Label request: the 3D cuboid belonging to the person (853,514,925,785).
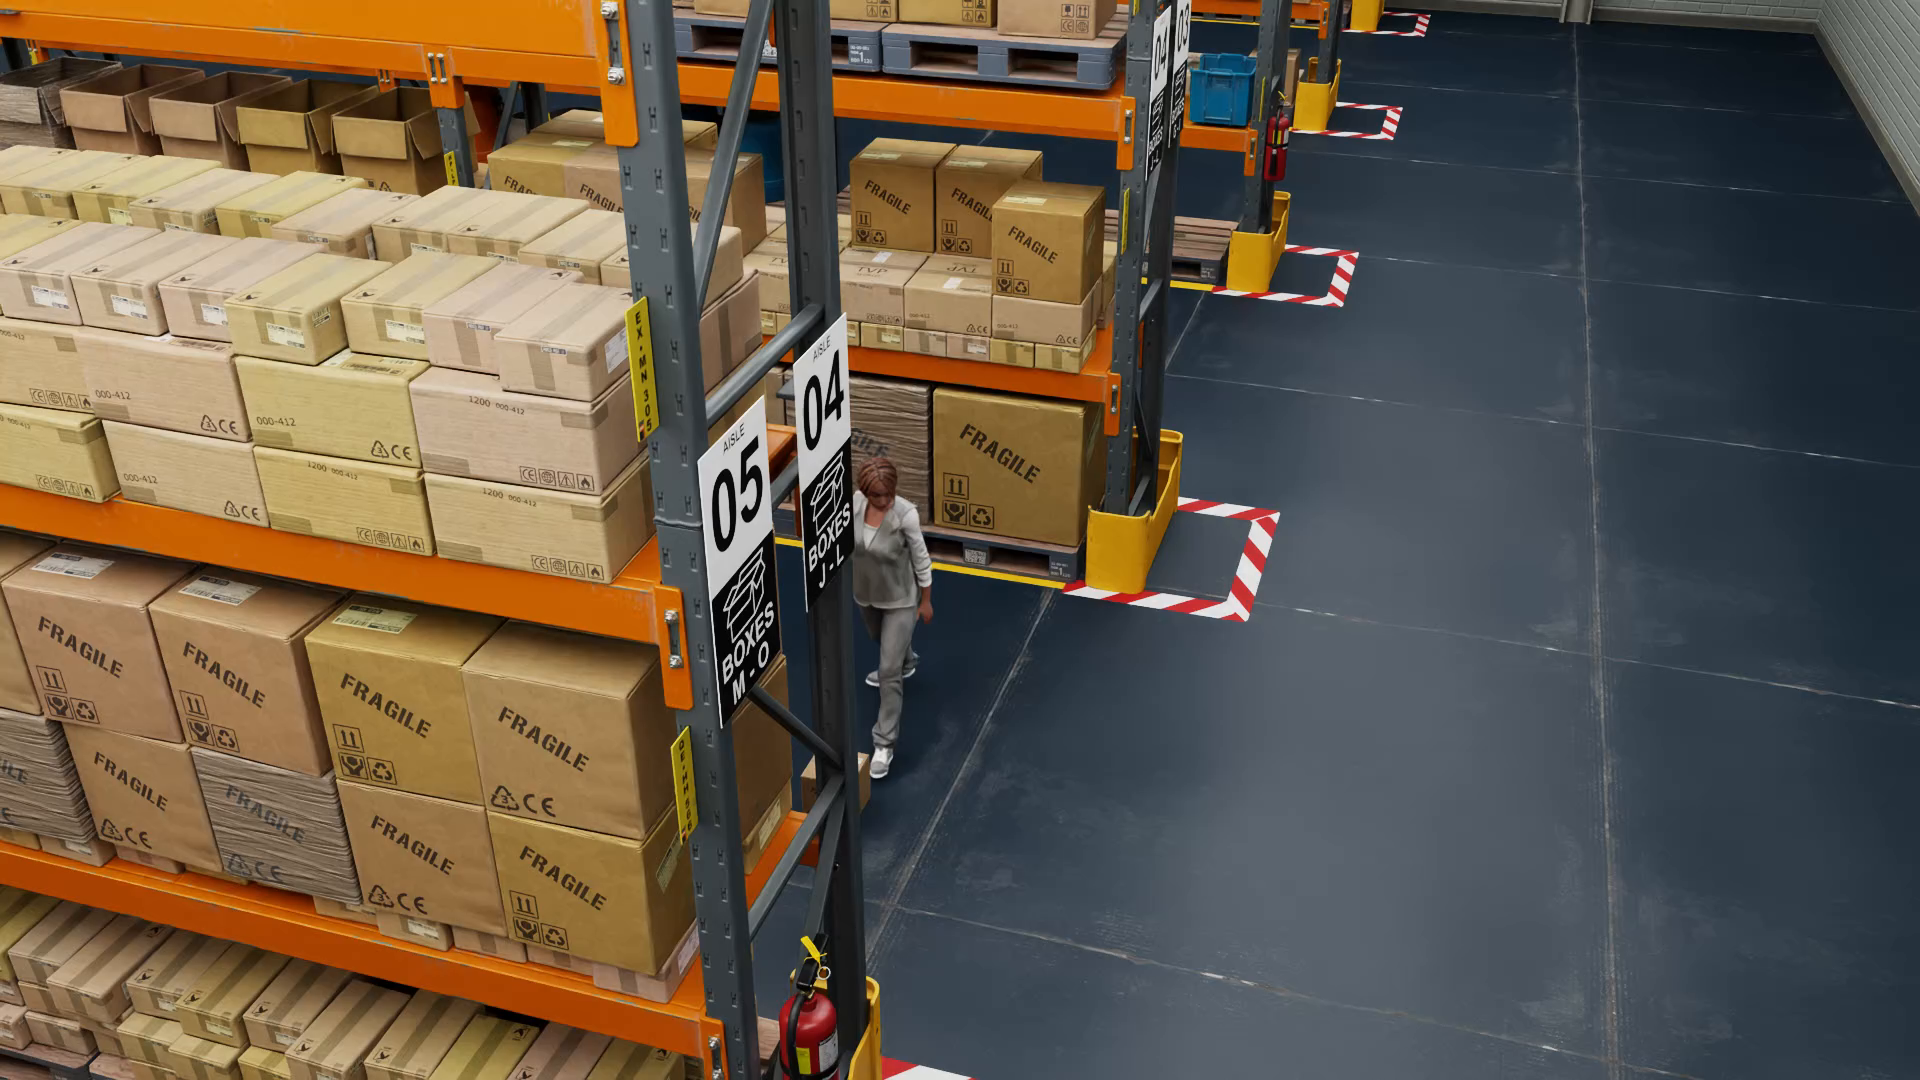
[{"bbox_3d":[-0.418,0.383,8.061,0.533,1.318,0.860,17,34,27],"label":"person"}]
